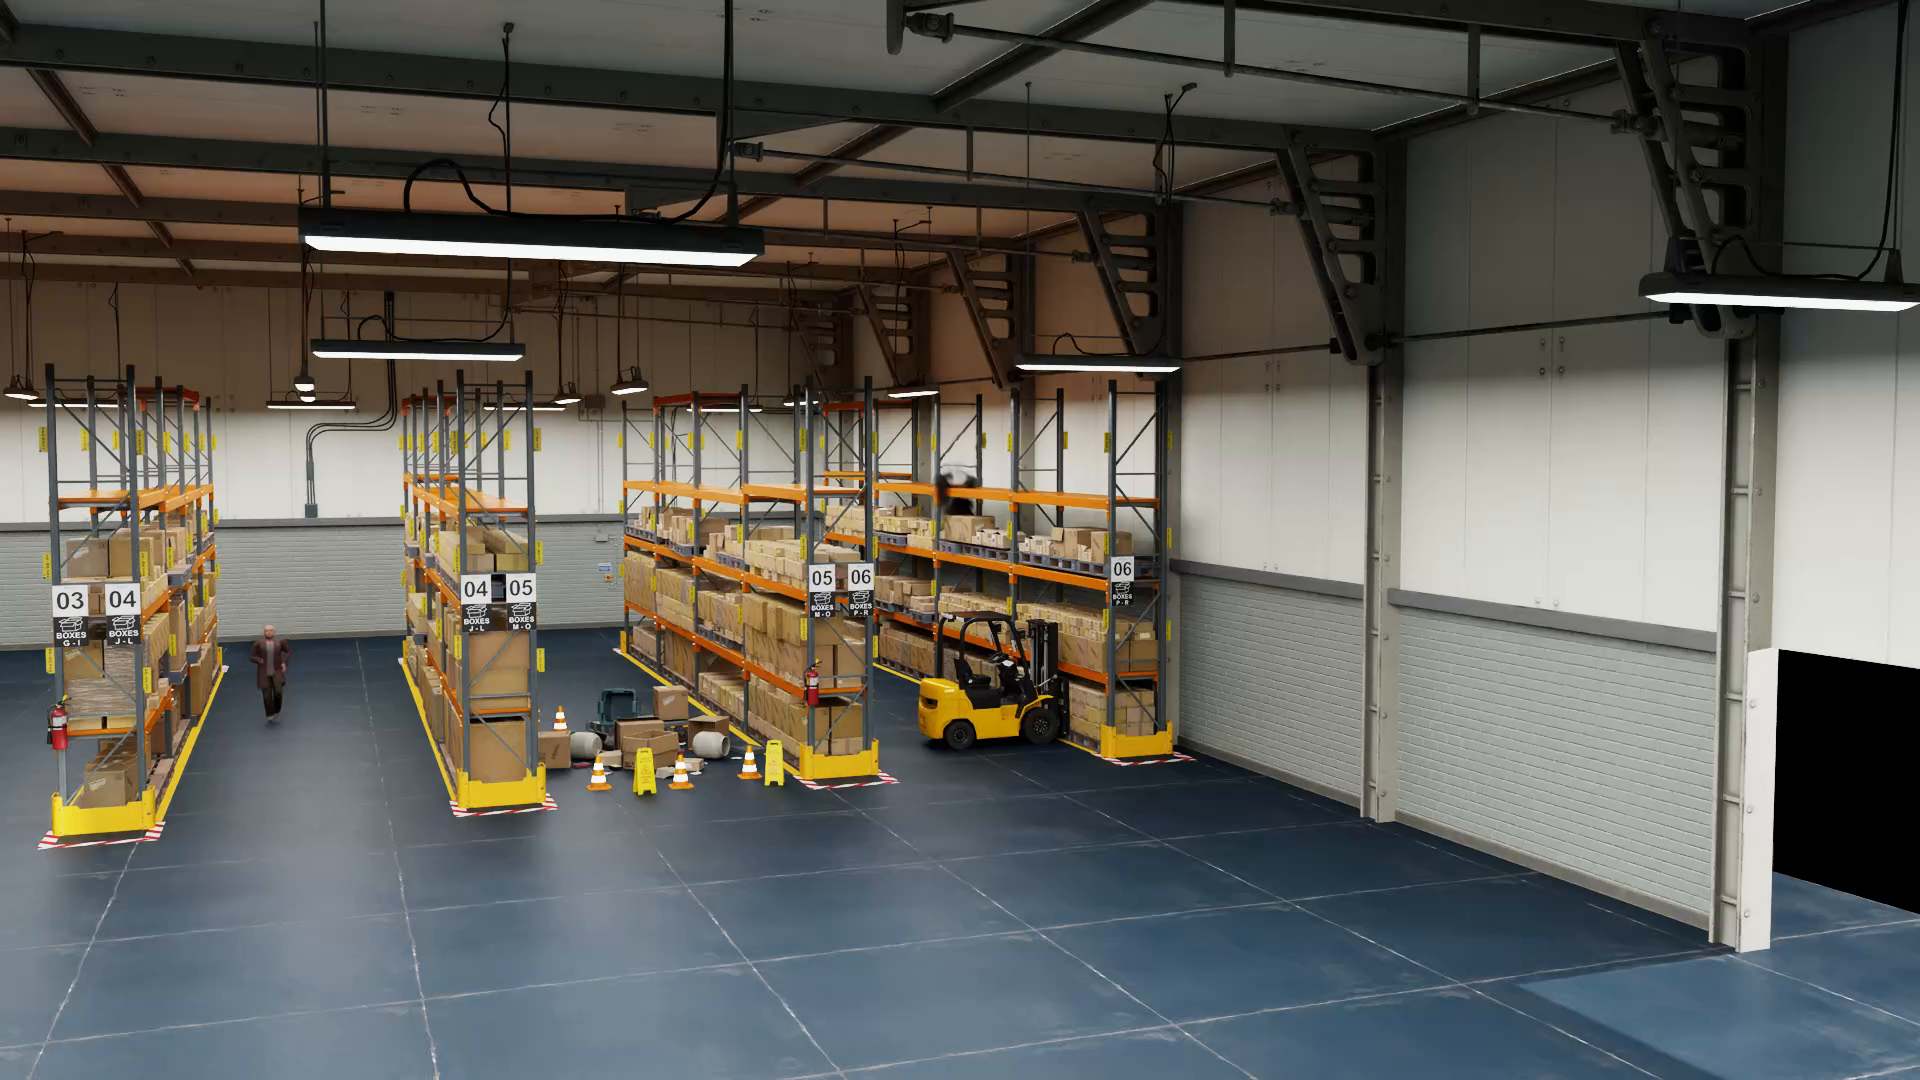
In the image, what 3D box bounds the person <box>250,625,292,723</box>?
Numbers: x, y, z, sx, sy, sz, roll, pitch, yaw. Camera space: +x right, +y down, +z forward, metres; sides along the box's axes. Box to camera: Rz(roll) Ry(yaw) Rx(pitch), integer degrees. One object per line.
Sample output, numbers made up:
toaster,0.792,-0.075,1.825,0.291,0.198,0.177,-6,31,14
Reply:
person,-12.256,2.397,29.582,0.694,1.765,0.675,-1,4,-22
